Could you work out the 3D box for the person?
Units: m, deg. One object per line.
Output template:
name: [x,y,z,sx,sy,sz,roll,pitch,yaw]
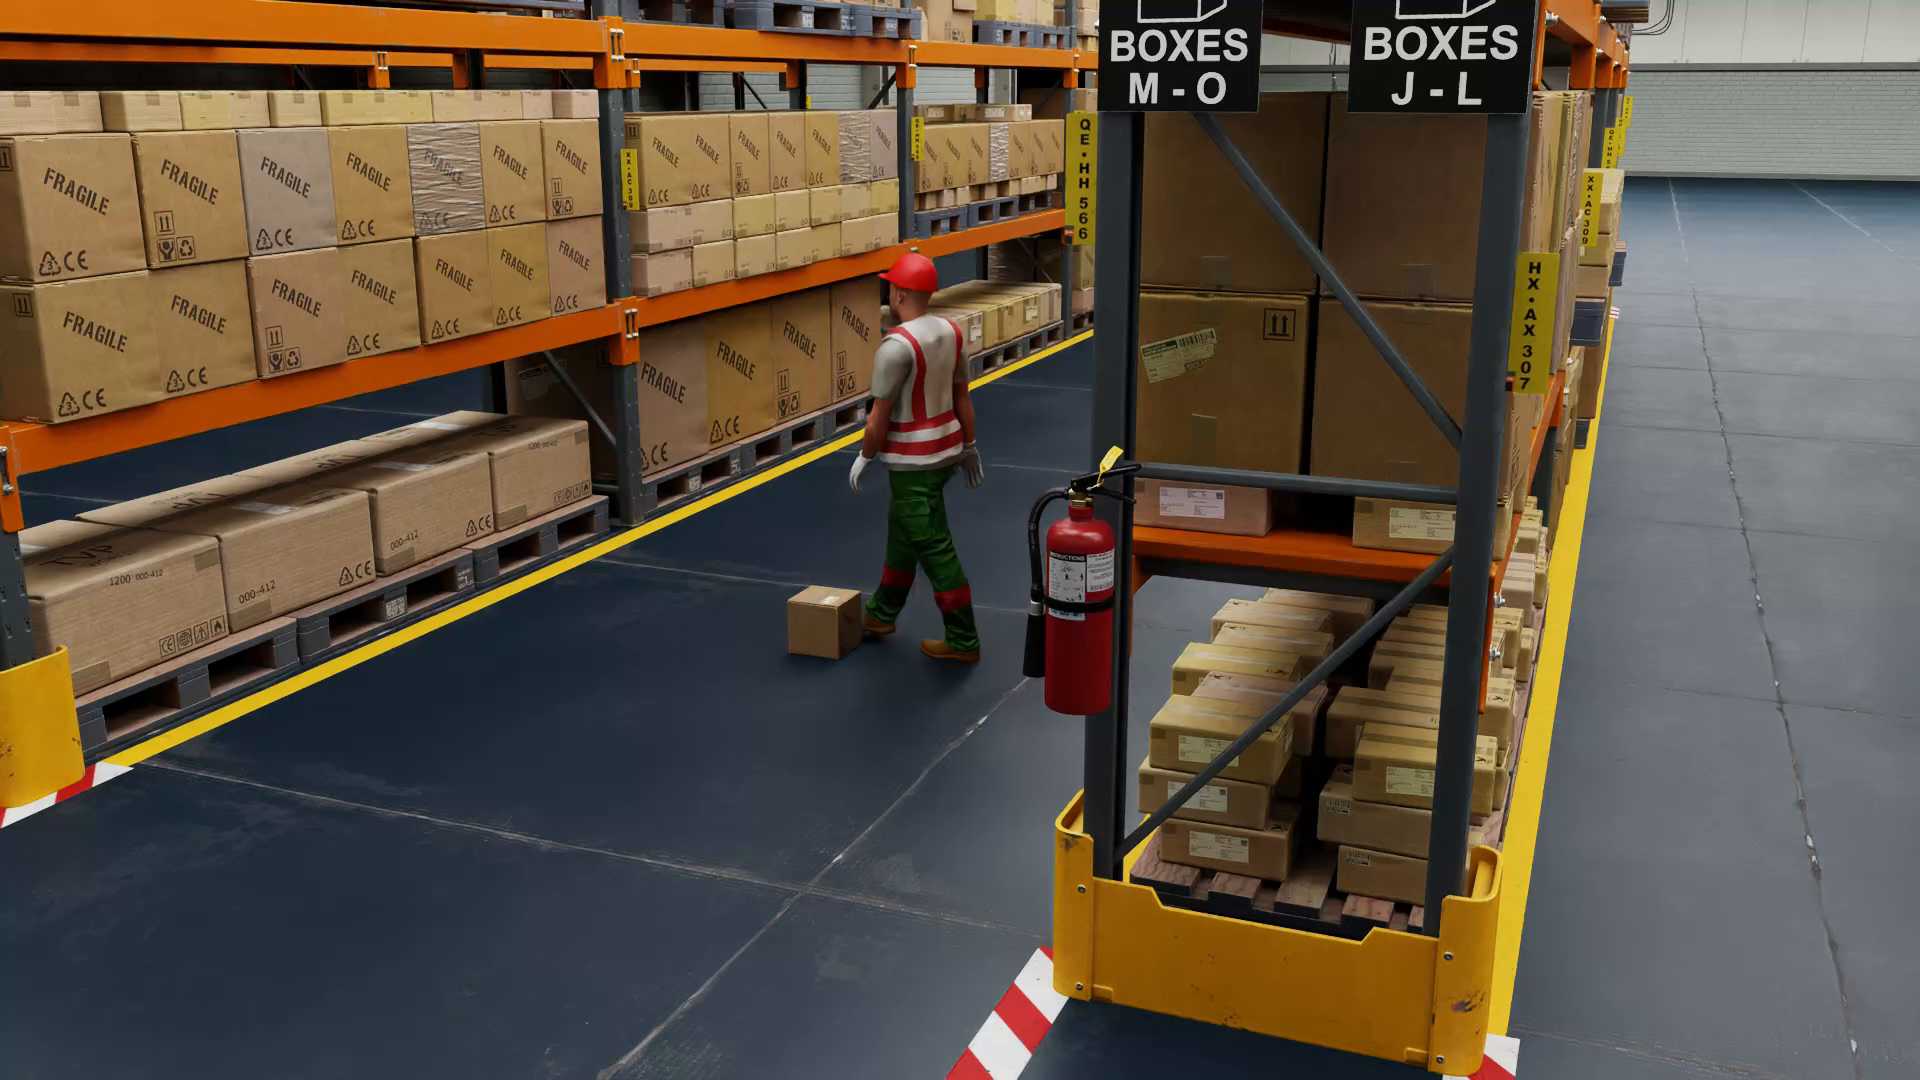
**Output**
person: [-0.270,-0.357,7.213,0.795,1.768,0.587,8,17,28]
